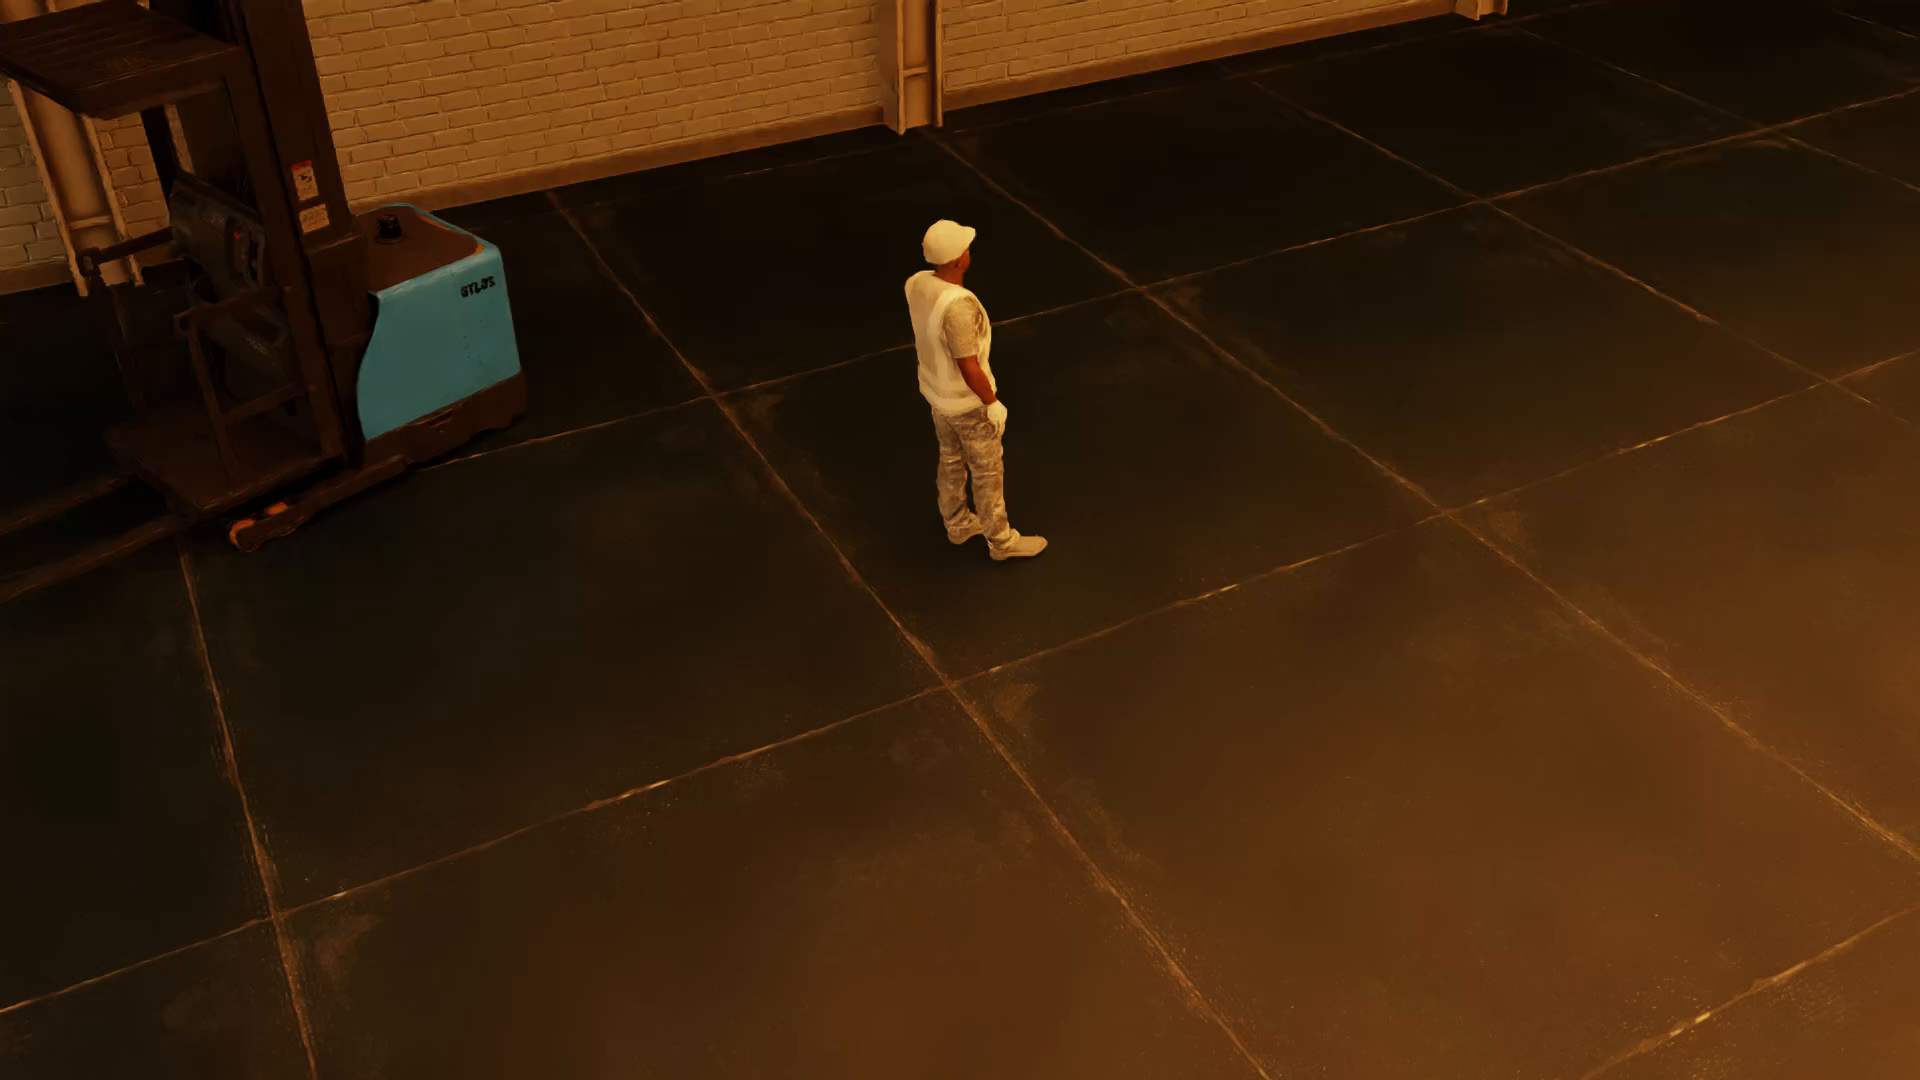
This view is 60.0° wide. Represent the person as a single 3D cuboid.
[{"bbox_3d":[0.067,-0.750,8.166,0.576,1.782,0.655,-17,39,-23],"label":"person"}]

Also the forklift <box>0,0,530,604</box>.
[{"bbox_3d":[-3.852,-1.470,8.202,1.130,2.935,3.031,27,44,33],"label":"forklift"}]
